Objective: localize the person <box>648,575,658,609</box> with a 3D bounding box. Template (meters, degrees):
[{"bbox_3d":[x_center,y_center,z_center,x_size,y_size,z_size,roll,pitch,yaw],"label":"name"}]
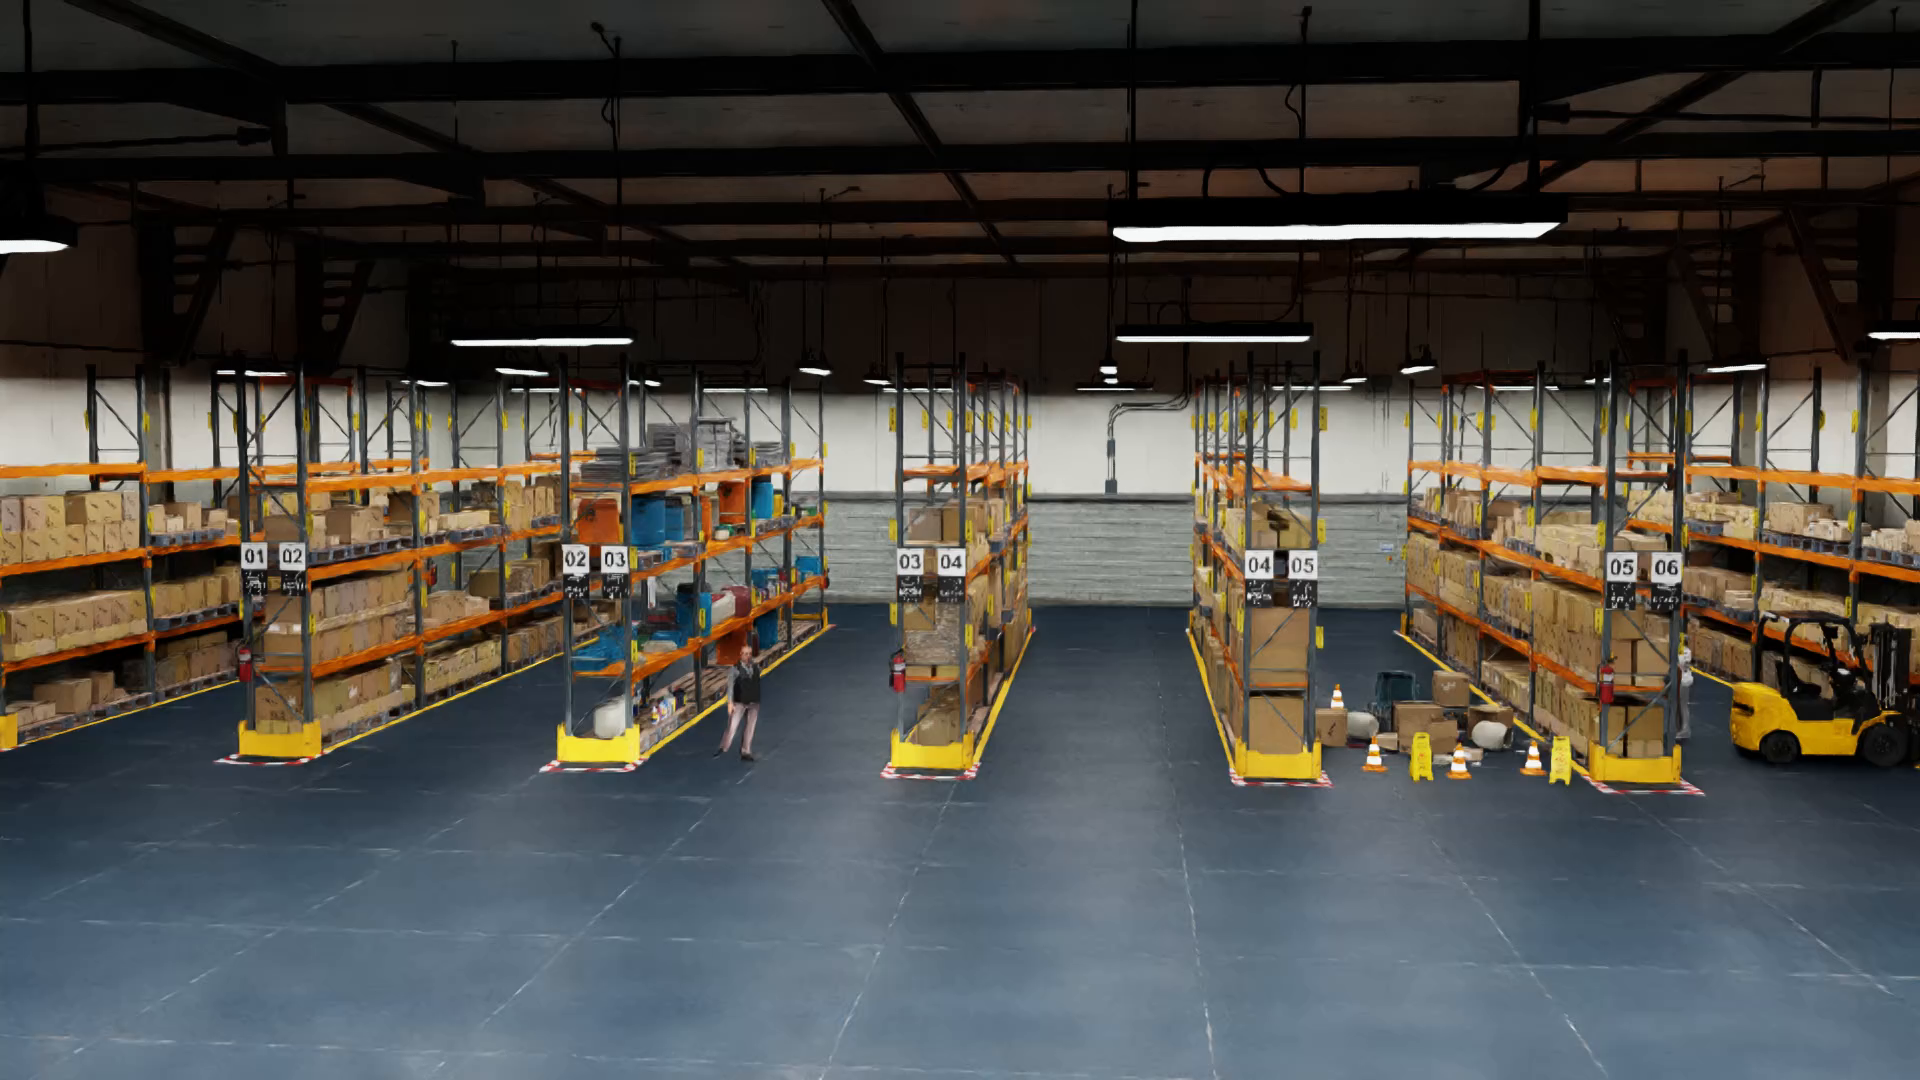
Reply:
[{"bbox_3d":[-7.079,1.386,38.104,0.447,1.782,0.670,0,4,-6],"label":"person"}]

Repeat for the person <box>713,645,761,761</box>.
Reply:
[{"bbox_3d":[-3.271,2.402,24.510,0.711,1.711,0.515,-3,5,-34],"label":"person"}]

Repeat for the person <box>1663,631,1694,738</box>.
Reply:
[{"bbox_3d":[11.381,2.284,26.357,0.467,1.677,0.497,3,5,37],"label":"person"}]
